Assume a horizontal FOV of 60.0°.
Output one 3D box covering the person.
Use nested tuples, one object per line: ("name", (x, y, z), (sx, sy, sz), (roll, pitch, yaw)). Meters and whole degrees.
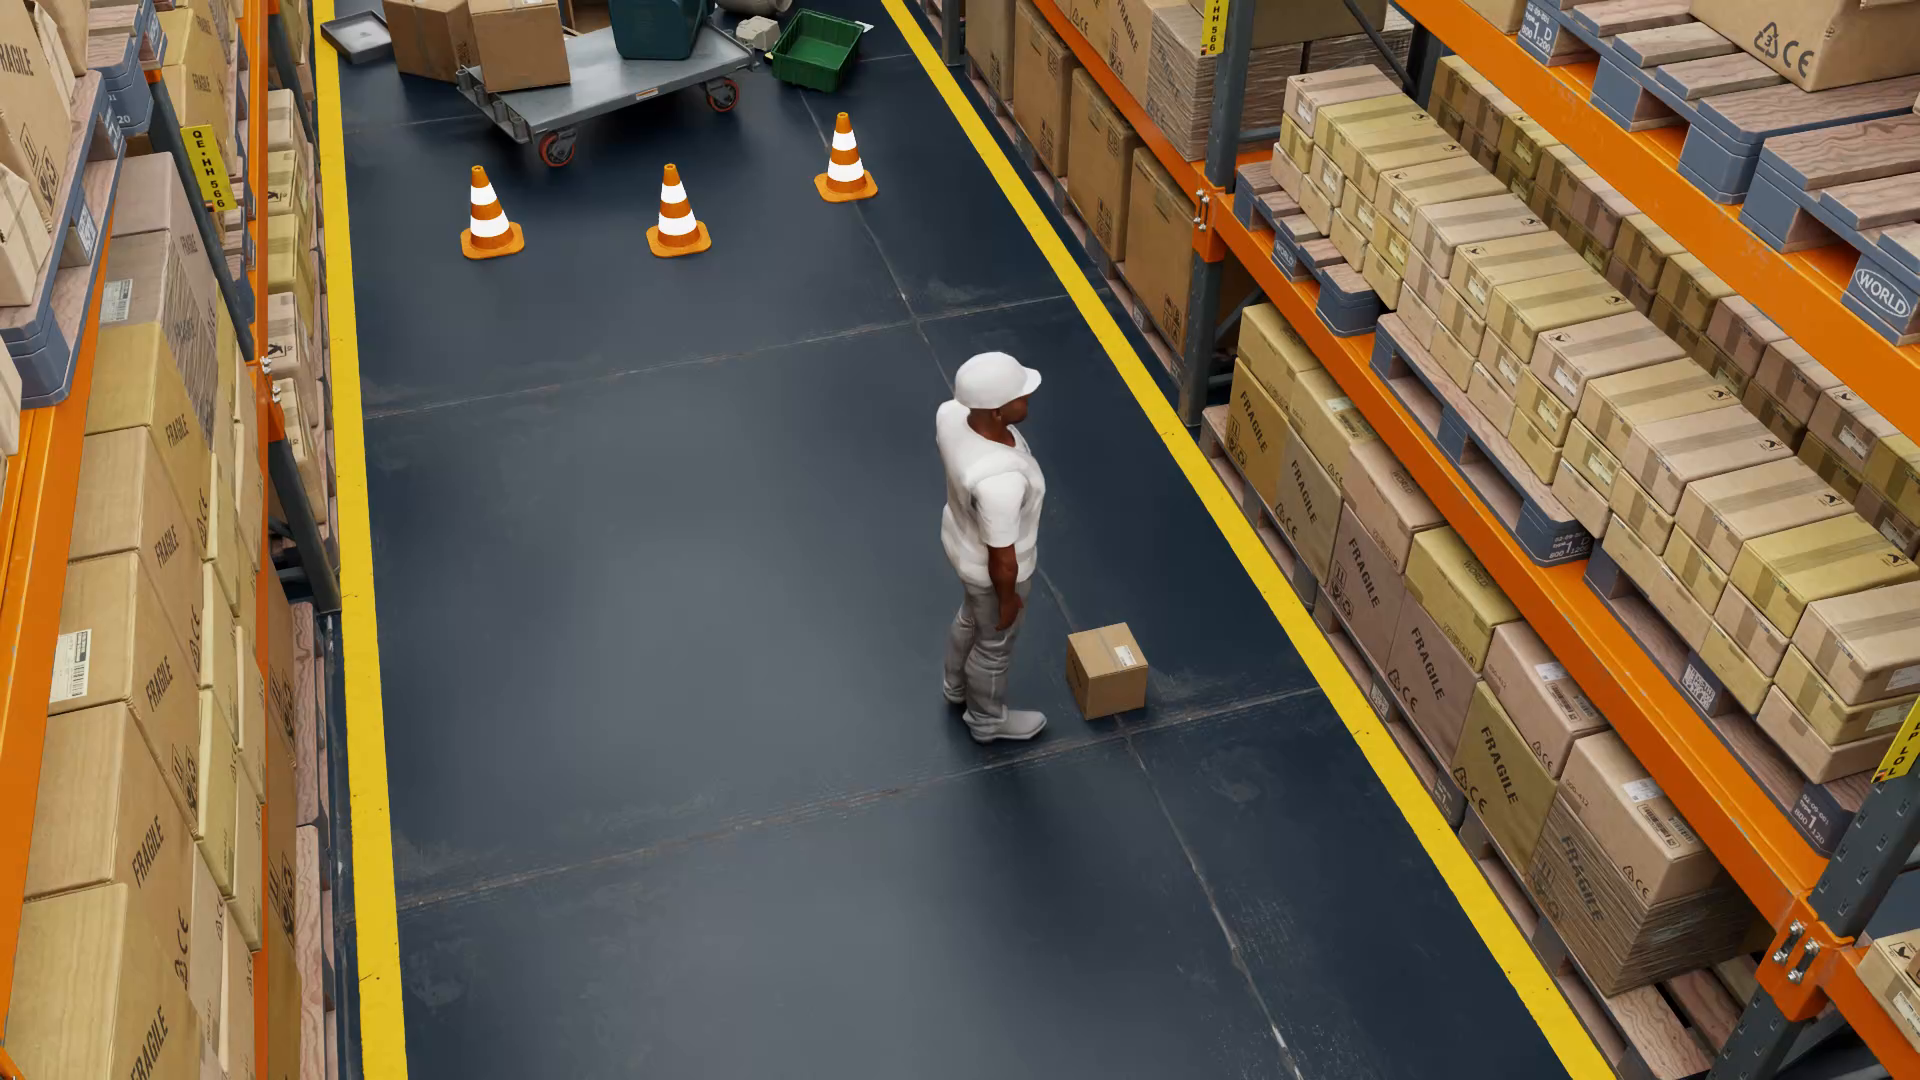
("person", (0.132, 0.057, 6.066), (0.373, 1.794, 0.569), (-11, 43, -12))
